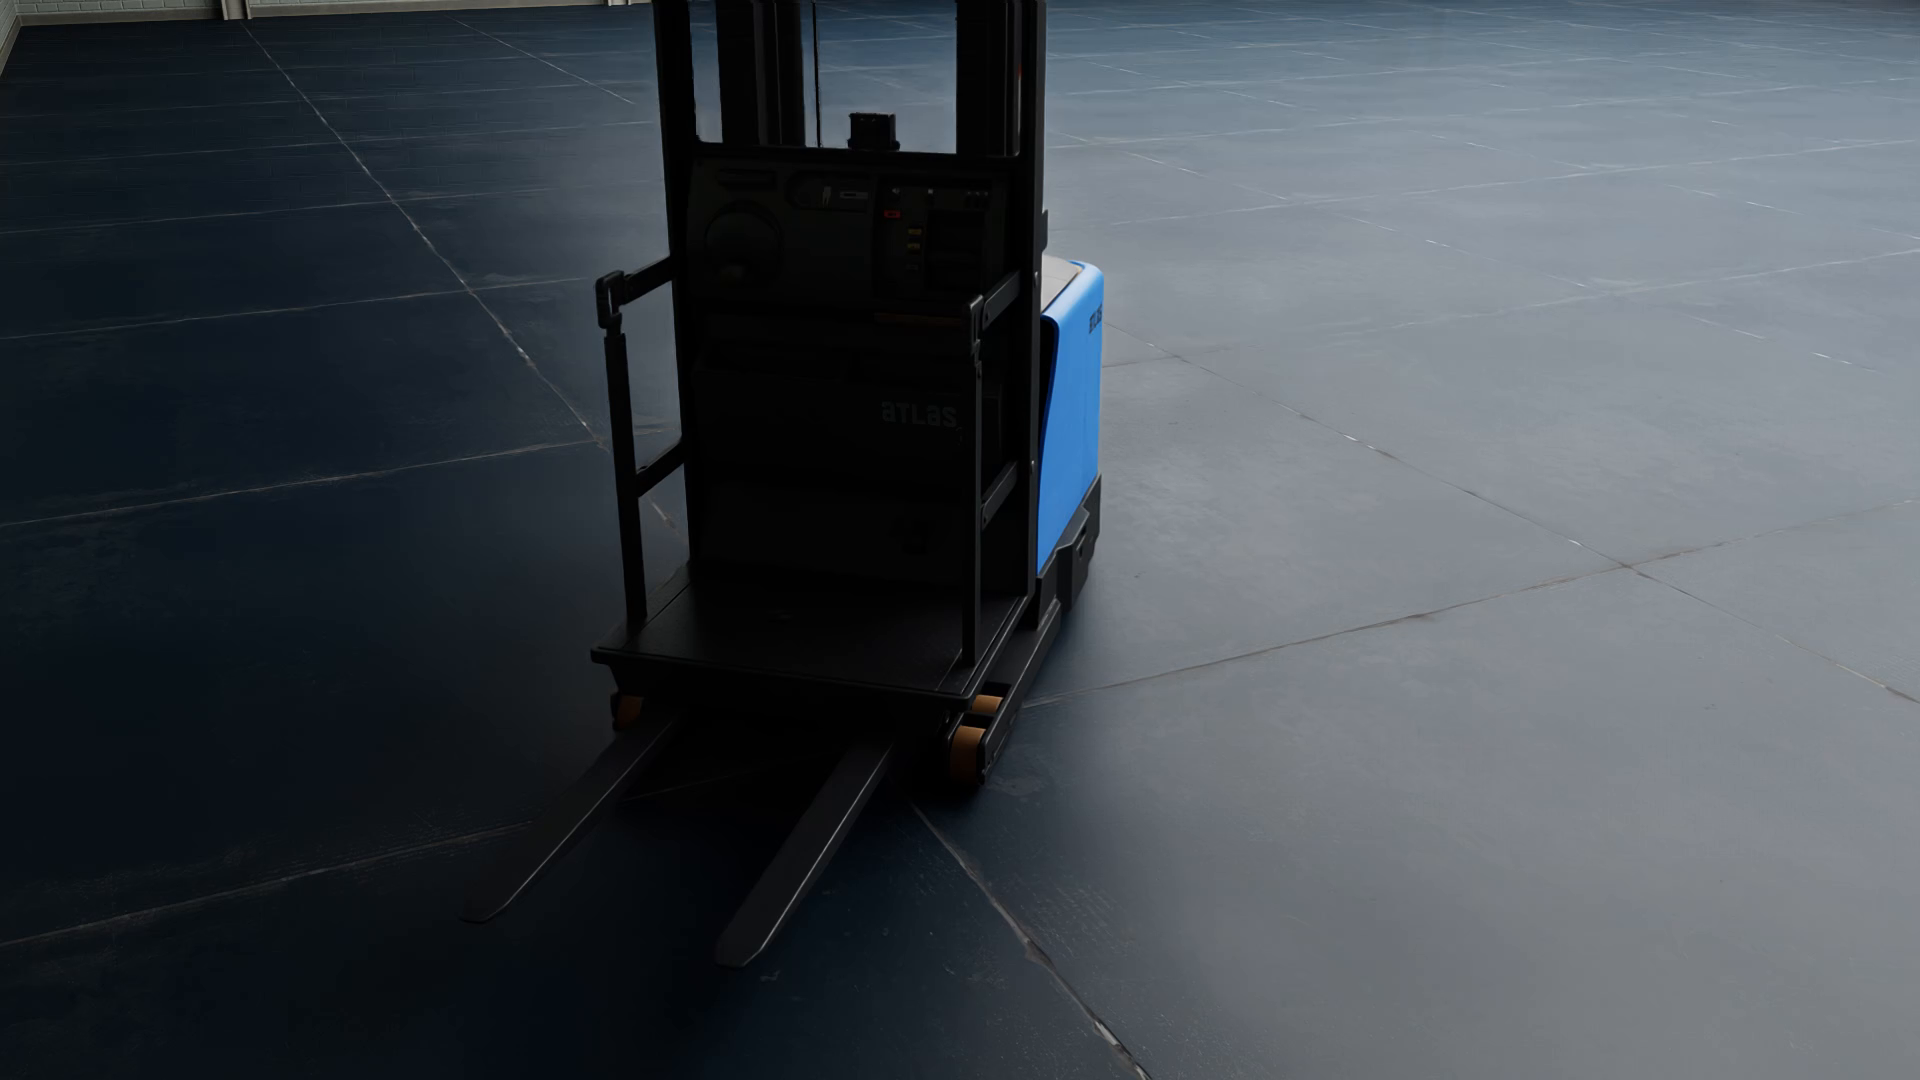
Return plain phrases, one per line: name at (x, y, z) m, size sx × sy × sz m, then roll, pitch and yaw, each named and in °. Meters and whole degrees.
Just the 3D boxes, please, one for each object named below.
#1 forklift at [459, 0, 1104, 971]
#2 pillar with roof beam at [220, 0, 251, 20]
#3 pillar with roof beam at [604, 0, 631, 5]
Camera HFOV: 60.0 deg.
forklift at (-0.376, -0.840, 4.446) m, size 1.130 × 2.935 × 3.031 m, roll 6°, pitch 23°, yaw 14°
pillar with roof beam at (-9.344, -10.760, 20.478) m, size 0.400 × 9.000 × 9.100 m, roll -10°, pitch 25°, yaw -24°
pillar with roof beam at (-3.938, -11.755, 22.882) m, size 0.400 × 9.000 × 9.100 m, roll -10°, pitch 25°, yaw -24°
